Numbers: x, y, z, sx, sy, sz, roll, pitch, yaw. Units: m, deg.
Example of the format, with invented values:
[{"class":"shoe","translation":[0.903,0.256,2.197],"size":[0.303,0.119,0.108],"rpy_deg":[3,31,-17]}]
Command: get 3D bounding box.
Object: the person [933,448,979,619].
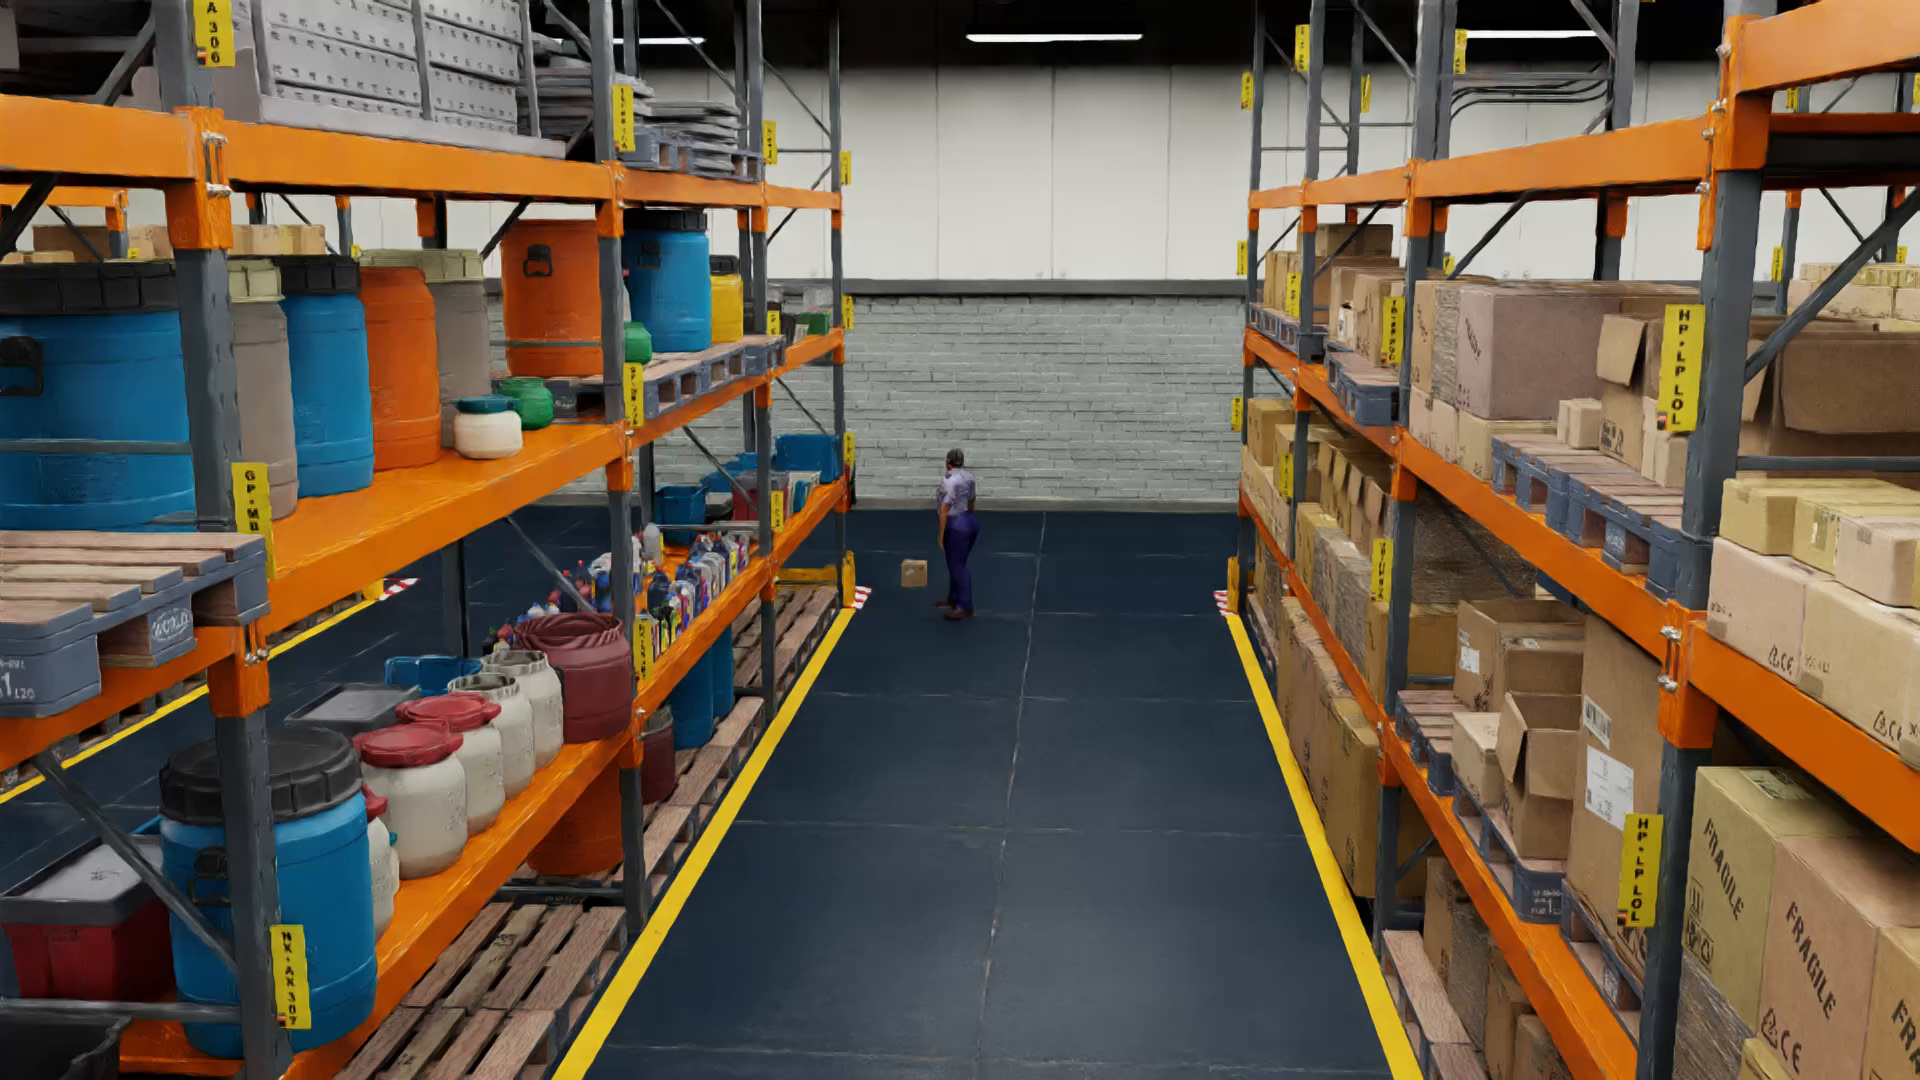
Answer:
[{"class":"person","translation":[-0.065,-0.087,16.353],"size":[0.557,1.630,0.599],"rpy_deg":[6,12,27]}]
